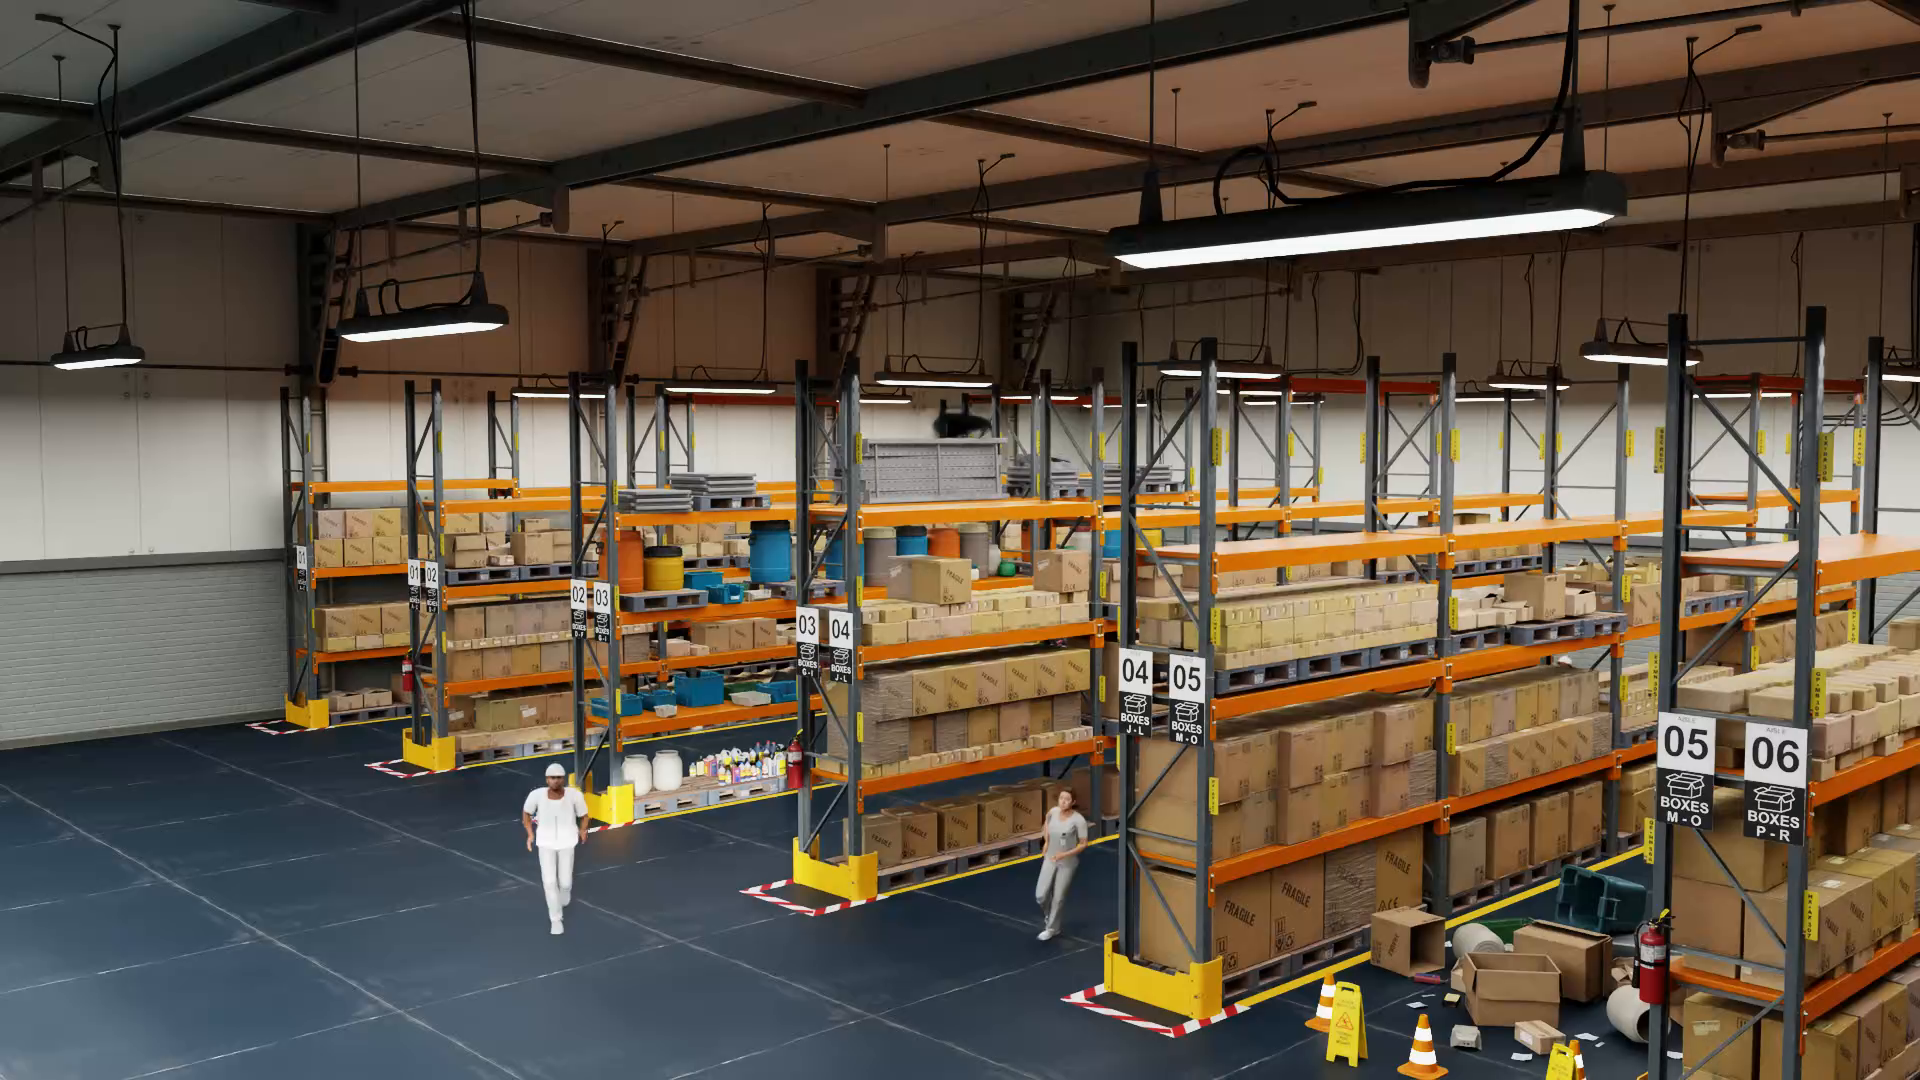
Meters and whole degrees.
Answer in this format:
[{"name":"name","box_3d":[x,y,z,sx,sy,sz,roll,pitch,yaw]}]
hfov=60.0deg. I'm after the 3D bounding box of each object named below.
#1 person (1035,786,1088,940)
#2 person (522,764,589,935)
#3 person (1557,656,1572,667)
[{"name":"person","box_3d":[1.048,3.285,16.850,0.565,1.630,0.527,2,4,28]},{"name":"person","box_3d":[-4.249,3.187,17.481,0.675,1.739,0.853,-1,4,-14]},{"name":"person","box_3d":[9.161,2.665,25.162,0.680,1.839,0.842,3,5,39]}]
